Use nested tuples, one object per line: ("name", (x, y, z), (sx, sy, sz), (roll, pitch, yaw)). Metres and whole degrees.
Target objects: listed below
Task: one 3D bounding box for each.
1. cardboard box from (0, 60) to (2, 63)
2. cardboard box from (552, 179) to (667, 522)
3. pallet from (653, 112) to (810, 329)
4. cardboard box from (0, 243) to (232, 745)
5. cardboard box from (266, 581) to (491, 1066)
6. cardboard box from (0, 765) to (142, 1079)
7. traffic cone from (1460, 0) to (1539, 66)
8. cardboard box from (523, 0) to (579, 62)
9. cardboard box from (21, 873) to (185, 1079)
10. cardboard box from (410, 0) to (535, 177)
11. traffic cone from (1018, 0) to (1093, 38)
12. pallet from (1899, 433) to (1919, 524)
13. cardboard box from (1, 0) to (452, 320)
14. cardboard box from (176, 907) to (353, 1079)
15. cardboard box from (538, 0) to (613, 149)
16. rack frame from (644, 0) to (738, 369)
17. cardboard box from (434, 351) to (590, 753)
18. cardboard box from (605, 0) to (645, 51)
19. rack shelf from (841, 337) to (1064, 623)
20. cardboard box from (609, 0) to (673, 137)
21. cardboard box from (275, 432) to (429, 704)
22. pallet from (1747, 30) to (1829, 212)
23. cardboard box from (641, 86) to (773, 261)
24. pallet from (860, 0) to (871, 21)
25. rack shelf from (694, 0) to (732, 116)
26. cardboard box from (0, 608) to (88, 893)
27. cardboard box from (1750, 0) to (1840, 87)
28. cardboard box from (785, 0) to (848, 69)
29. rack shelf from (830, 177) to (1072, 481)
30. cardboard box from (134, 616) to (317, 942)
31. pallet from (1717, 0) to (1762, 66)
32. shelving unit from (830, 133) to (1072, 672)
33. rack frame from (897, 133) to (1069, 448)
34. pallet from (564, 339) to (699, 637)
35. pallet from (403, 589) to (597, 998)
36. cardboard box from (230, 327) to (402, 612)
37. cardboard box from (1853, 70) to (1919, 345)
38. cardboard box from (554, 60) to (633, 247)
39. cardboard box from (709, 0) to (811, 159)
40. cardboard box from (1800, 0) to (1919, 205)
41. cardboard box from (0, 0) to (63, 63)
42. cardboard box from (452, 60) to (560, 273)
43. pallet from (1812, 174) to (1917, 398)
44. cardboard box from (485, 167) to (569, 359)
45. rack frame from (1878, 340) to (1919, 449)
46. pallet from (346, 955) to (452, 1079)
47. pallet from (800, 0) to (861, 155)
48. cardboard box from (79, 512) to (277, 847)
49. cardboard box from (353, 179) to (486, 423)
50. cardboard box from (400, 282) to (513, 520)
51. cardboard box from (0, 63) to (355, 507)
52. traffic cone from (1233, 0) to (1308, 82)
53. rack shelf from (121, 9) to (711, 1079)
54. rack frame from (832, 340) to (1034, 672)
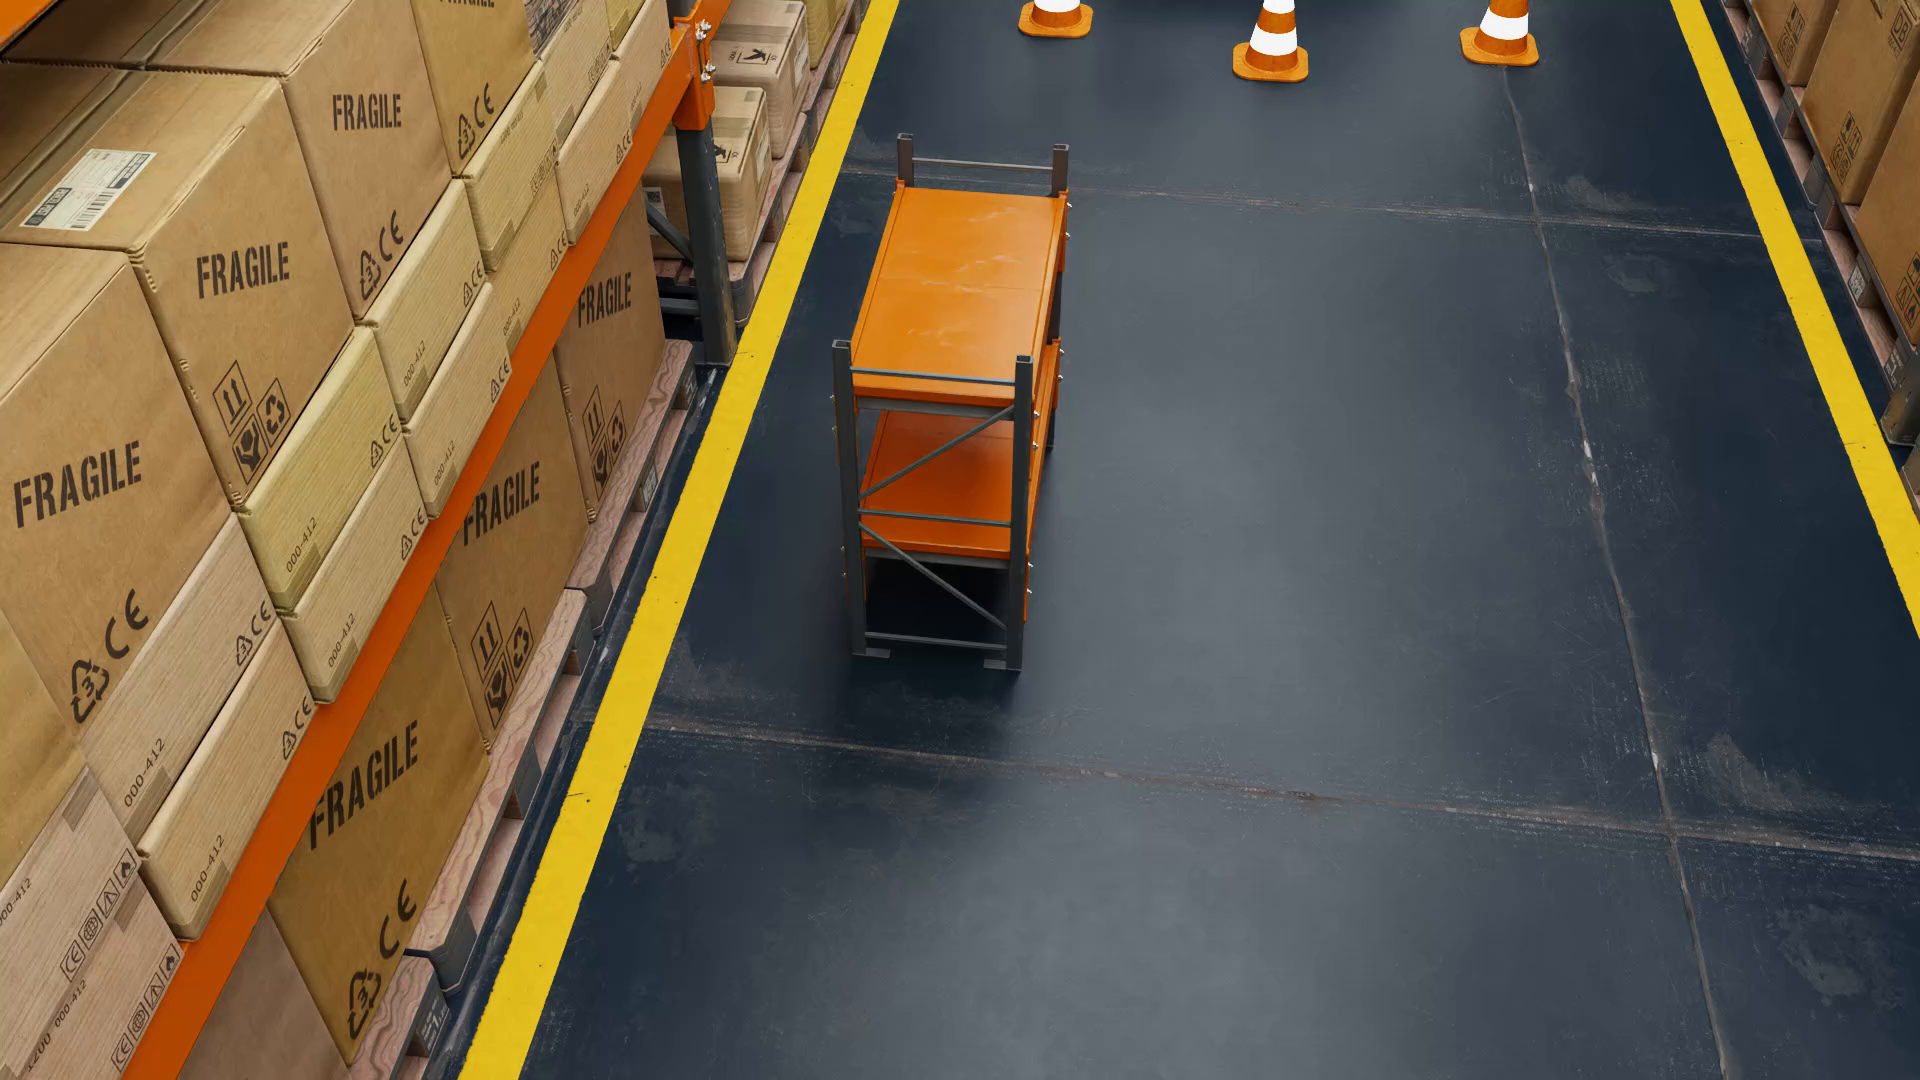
("cardboard box", (-1.873, -0.479, 2.774), (0.500, 0.500, 0.500), (6, 44, 7))
("cardboard box", (-1.475, -0.699, 5.047), (0.875, 0.875, 0.875), (5, 44, 5))
("pallet", (-1.197, -1.301, 6.471), (1.003, 0.211, 1.213), (5, 44, 6))
("cardboard box", (-1.447, -0.078, 2.350), (0.500, 0.500, 0.500), (5, 44, 5))
("cardboard box", (-1.716, 0.518, 3.762), (0.875, 0.875, 0.875), (6, 44, 7))
("cardboard box", (-1.493, 0.543, 2.240), (0.500, 0.250, 0.500), (4, 44, 4))
("traffic cone", (2.473, -2.429, 7.478), (0.336, 0.463, 0.334), (5, 44, 6))
("cardboard box", (-1.170, -1.454, 3.804), (0.500, 0.500, 0.500), (6, 44, 6))
("cardboard box", (-1.511, 0.723, 2.414), (0.500, 0.250, 0.500), (4, 44, 5))
("cardboard box", (-1.243, -1.116, 3.447), (0.500, 0.500, 0.500), (5, 44, 6))
("traffic cone", (0.451, -2.614, 7.674), (0.336, 0.463, 0.334), (5, 44, 6))
("pallet", (3.514, 0.145, 4.944), (1.003, 0.211, 1.213), (5, 44, 6))
("cardboard box", (-1.317, -0.772, 3.084), (0.500, 0.500, 0.500), (5, 44, 5))
("cardboard box", (-1.828, 1.134, 3.111), (0.875, 0.875, 0.875), (6, 44, 7))
("cardboard box", (-1.178, -1.206, 4.087), (0.500, 0.250, 0.500), (4, 44, 4))
("rack frame", (-1.302, -1.781, 4.950), (1.000, 3.000, 0.127), (5, 44, 6))
("cardboard box", (-1.597, -0.092, 4.405), (0.875, 0.875, 0.875), (6, 44, 6))
("cardboard box", (-1.114, -1.555, 4.456), (0.500, 0.250, 0.500), (5, 44, 5))
("rack shelf", (-0.001, -0.226, 5.027), (0.538, 0.278, 1.000), (5, 44, 6))
("cardboard box", (-1.111, -1.359, 4.612), (0.500, 0.250, 0.500), (4, 44, 4))
("cardboard box", (-1.360, 0.023, 3.154), (0.500, 0.250, 0.500), (5, 44, 5))
("pallet", (3.961, -1.747, 6.942), (1.003, 0.211, 1.213), (5, 44, 6))
("cardboard box", (-1.217, -1.364, 6.115), (0.950, 0.372, 0.625), (3, 43, 3))
("pallet", (-0.874, -2.964, 8.227), (1.003, 0.211, 1.213), (5, 44, 6))
("rack shelf", (-1.037, -2.883, 6.637), (1.077, 0.370, 4.000), (5, 44, 6))
("cardboard box", (-1.487, 0.272, 1.982), (0.500, 0.500, 0.500), (6, 44, 6))
("cardboard box", (4.023, -2.374, 6.906), (1.050, 0.750, 0.750), (5, 44, 6))
("cardboard box", (-1.021, -2.384, 7.192), (0.950, 0.372, 0.625), (7, 44, 7))
("rack shelf", (-0.001, -0.616, 4.657), (0.538, 0.278, 1.000), (5, 44, 6))
("cardboard box", (-1.444, 0.370, 2.786), (0.500, 0.250, 0.500), (4, 44, 4))
("pallet", (4.120, -2.581, 7.822), (1.003, 0.211, 1.213), (5, 44, 6))
("shelving unit", (-0.001, -0.404, 4.858), (0.538, 1.125, 1.048), (5, 44, 6))
("rack frame", (0.066, -0.750, 5.224), (0.500, 1.125, 0.032), (5, 44, 6))
("pallet", (-1.480, -0.238, 5.348), (1.003, 0.211, 1.213), (5, 44, 6))
("pallet", (-1.644, 0.591, 4.473), (1.003, 0.211, 1.213), (5, 44, 6))
("cardboard box", (-1.358, -0.156, 2.979), (0.500, 0.250, 0.500), (6, 44, 6))
("cardboard box", (3.788, -1.143, 5.606), (1.050, 0.750, 0.750), (5, 44, 5))
("cardboard box", (-1.163, -1.009, 4.243), (0.500, 0.250, 0.500), (6, 44, 6))
("cardboard box", (-1.127, -1.867, 6.646), (0.950, 0.372, 0.625), (4, 44, 5))
("cardboard box", (3.900, -1.739, 6.236), (1.050, 0.750, 0.750), (6, 44, 6))
("cardboard box", (-1.819, -0.833, 3.148), (0.500, 0.500, 0.500), (6, 44, 6))
("cardboard box", (-1.225, -0.855, 3.717), (0.500, 0.250, 0.500), (4, 44, 4))
("pallet", (3.797, -0.918, 6.066), (1.003, 0.211, 1.213), (5, 44, 6))
("cardboard box", (-1.246, -0.667, 3.882), (0.500, 0.250, 0.500), (5, 44, 5))
("rack frame", (3.618, -1.400, 4.547), (1.000, 3.000, 0.127), (5, 44, 6))
("pallet", (-1.803, 1.425, 3.592), (1.003, 0.211, 1.213), (5, 44, 6))
("pallet", (-1.033, -2.130, 7.346), (1.003, 0.211, 1.213), (5, 44, 6))
("cardboard box", (-1.452, 0.185, 2.618), (0.500, 0.250, 0.500), (6, 44, 6))
("cardboard box", (-1.294, -0.501, 3.343), (0.500, 0.250, 0.500), (4, 44, 4))
("cardboard box", (-1.285, -0.317, 3.512), (0.500, 0.250, 0.500), (5, 44, 5))
("cardboard box", (-1.379, -0.419, 2.711), (0.500, 0.500, 0.500), (4, 44, 4))
("traffic cone", (1.404, -2.325, 7.369), (0.336, 0.463, 0.334), (5, 44, 6))
("rack shelf", (-1.566, -0.157, 3.758), (1.077, 0.370, 4.000), (5, 44, 6))
("rack frame", (-0.068, -0.057, 4.493), (0.500, 1.125, 0.032), (5, 44, 6))
